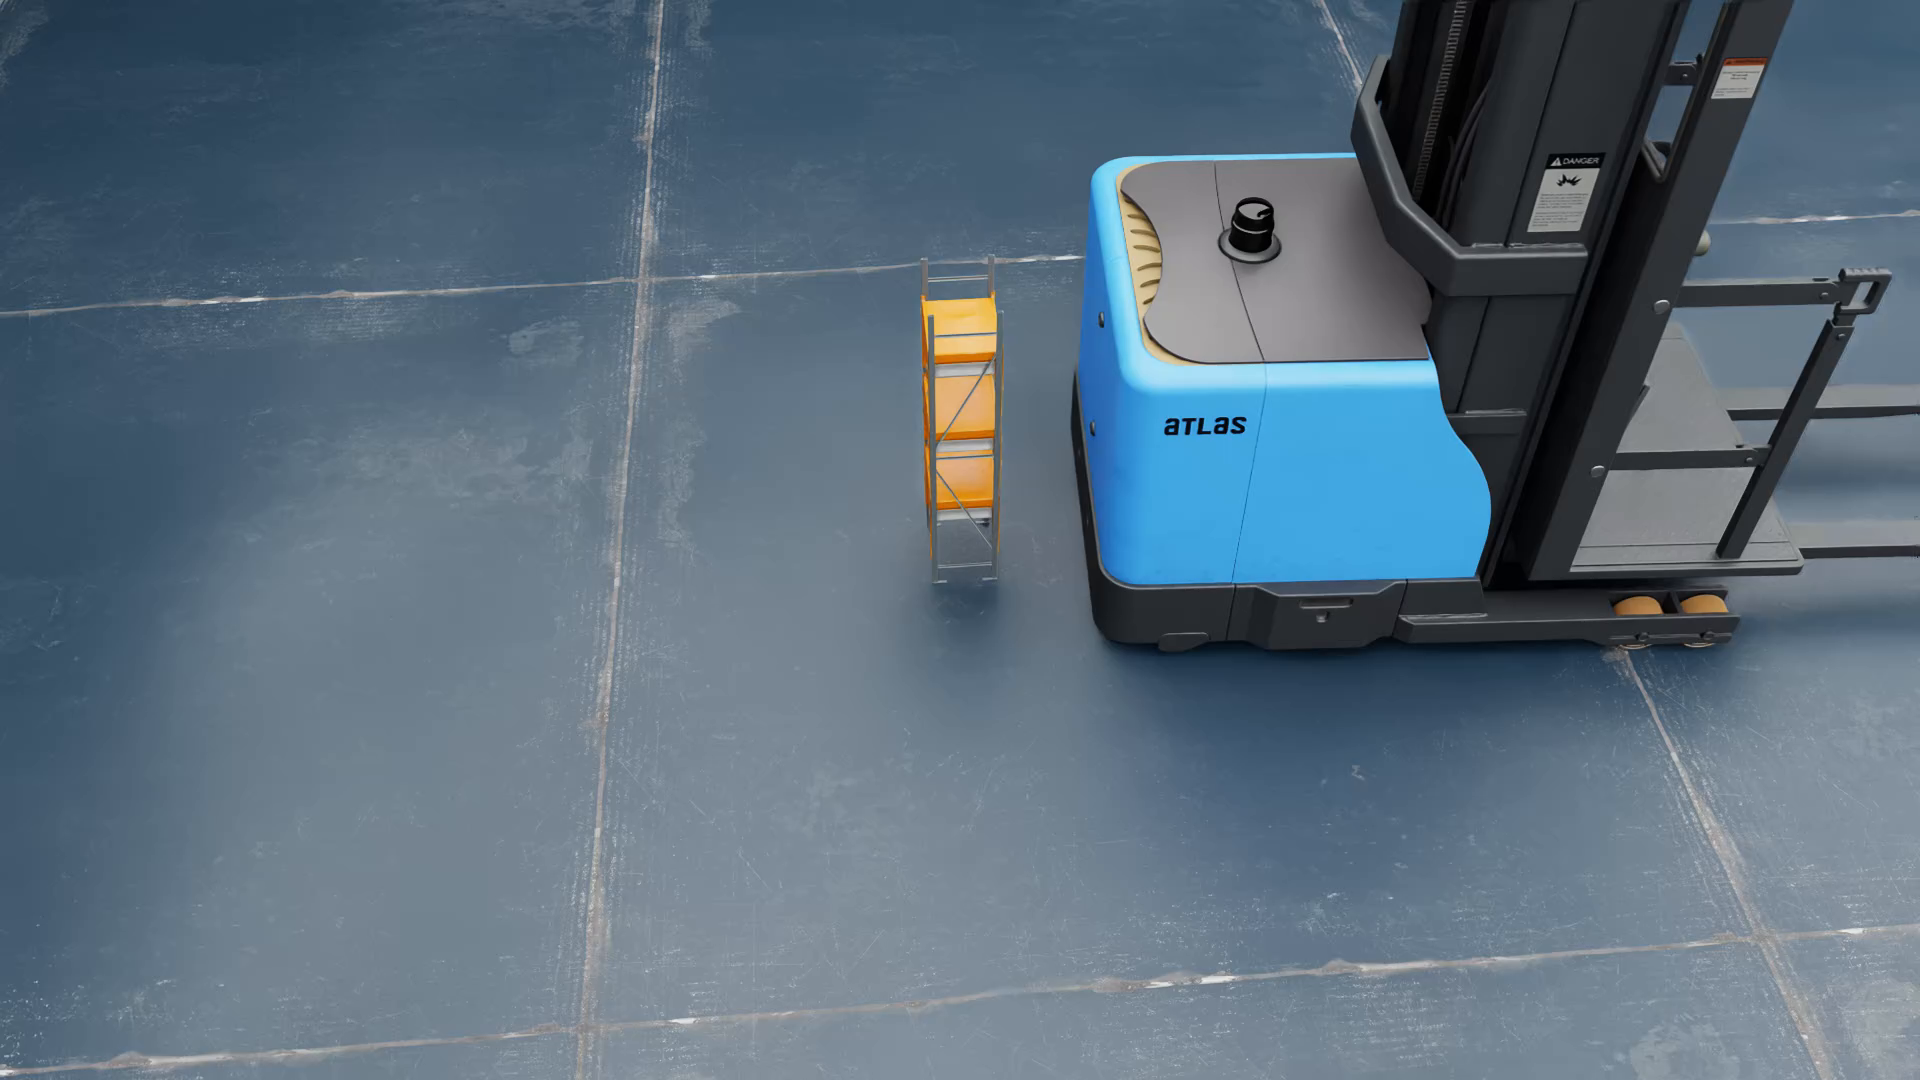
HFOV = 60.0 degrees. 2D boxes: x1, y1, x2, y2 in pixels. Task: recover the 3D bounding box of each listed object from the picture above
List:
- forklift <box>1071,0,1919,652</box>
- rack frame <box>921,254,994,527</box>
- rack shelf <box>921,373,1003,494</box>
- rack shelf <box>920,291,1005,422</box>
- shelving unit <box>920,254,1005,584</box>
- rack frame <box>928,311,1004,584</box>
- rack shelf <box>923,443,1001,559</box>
[{"bbox_3d":[1.895,-1.070,4.245,3.031,2.935,1.130,-1,47,-1],"label":"forklift"},{"bbox_3d":[-0.006,-0.411,4.916,0.200,1.050,0.008,-3,47,-3],"label":"rack frame"},{"bbox_3d":[0.004,-0.315,4.840,0.215,0.259,0.240,-3,47,-3],"label":"rack shelf"},{"bbox_3d":[0.004,-0.510,4.634,0.215,0.259,0.240,-3,47,-3],"label":"rack shelf"},{"bbox_3d":[0.004,-0.322,4.832,0.215,1.050,0.252,-3,47,-3],"label":"shelving unit"},{"bbox_3d":[0.015,-0.234,4.749,0.200,1.050,0.008,-3,47,-3],"label":"rack frame"},{"bbox_3d":[0.004,-0.124,5.042,0.215,0.259,0.240,-3,47,-3],"label":"rack shelf"}]
